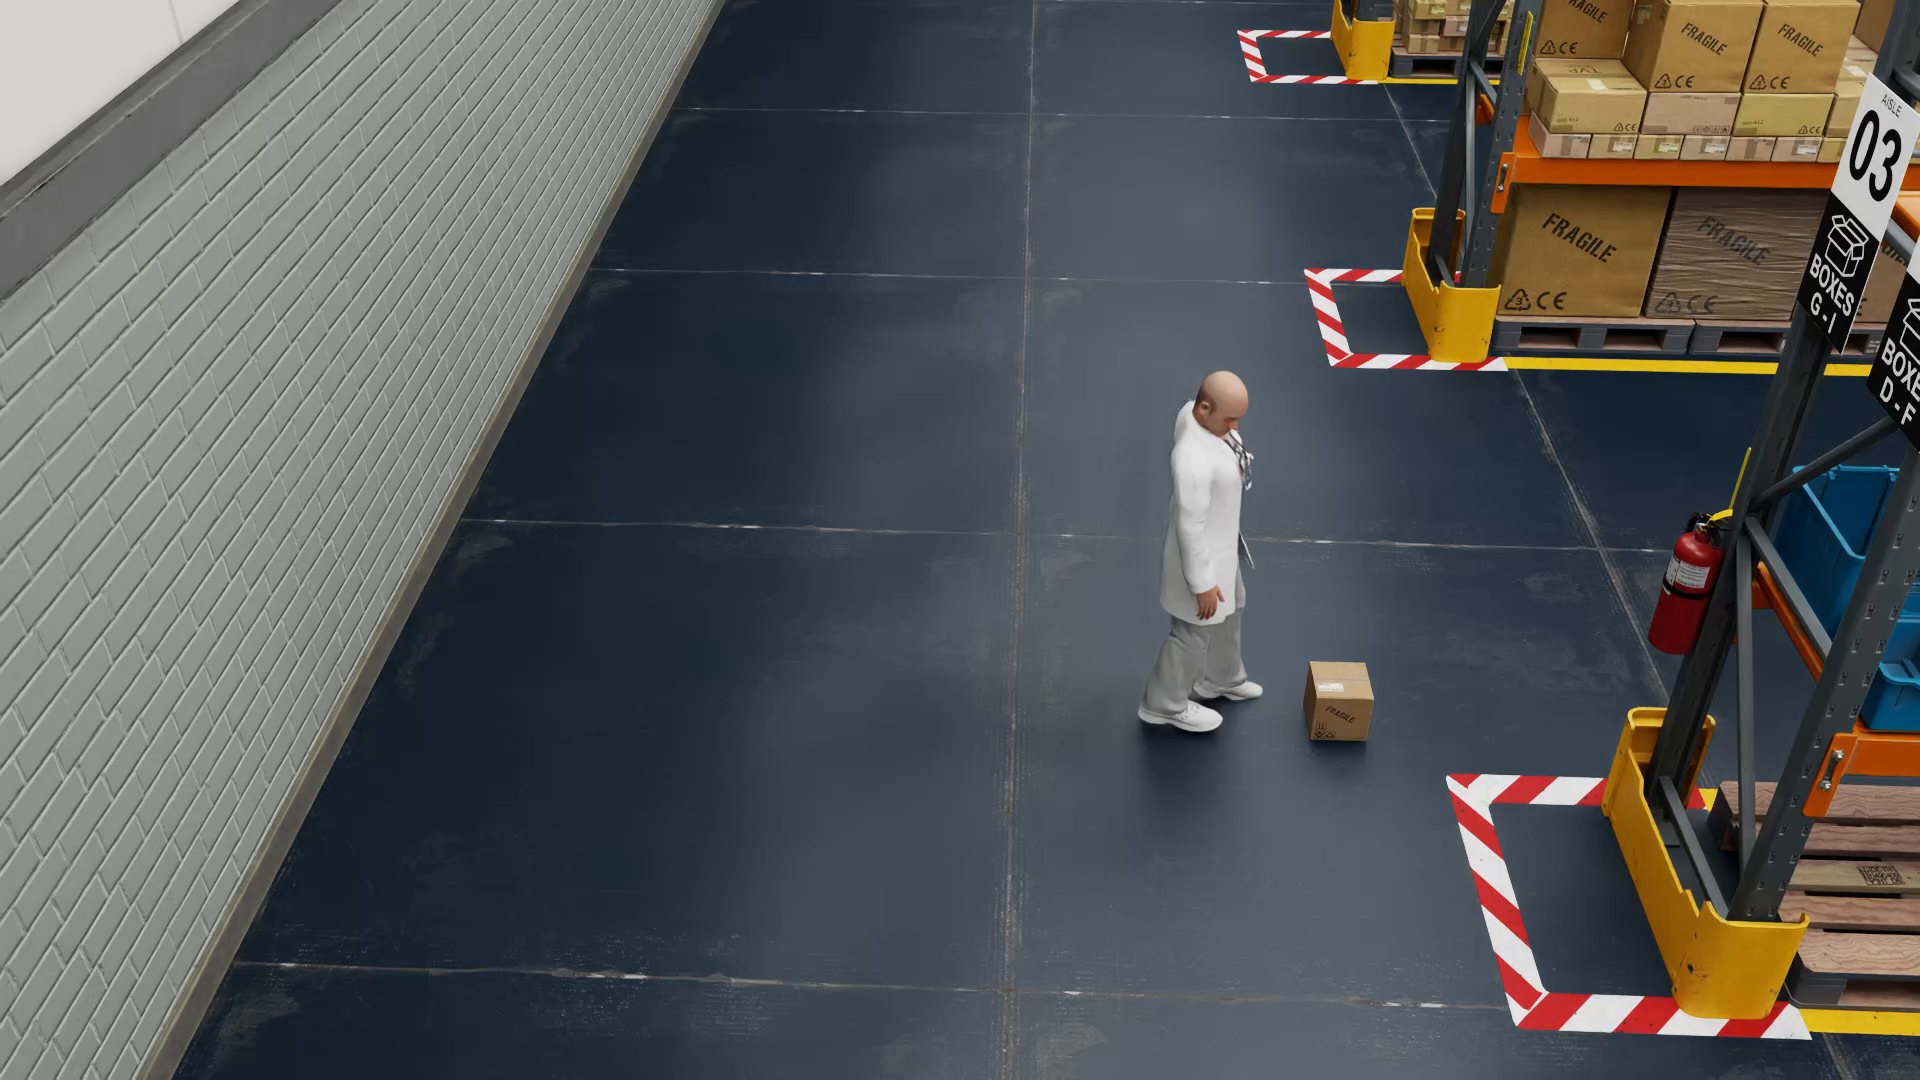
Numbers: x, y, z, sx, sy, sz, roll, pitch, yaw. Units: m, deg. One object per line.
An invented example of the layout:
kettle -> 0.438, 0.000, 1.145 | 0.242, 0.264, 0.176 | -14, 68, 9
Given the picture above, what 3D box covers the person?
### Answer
person -> 1.088, 0.147, 7.061 | 0.565, 1.682, 0.626 | 5, 36, 8
